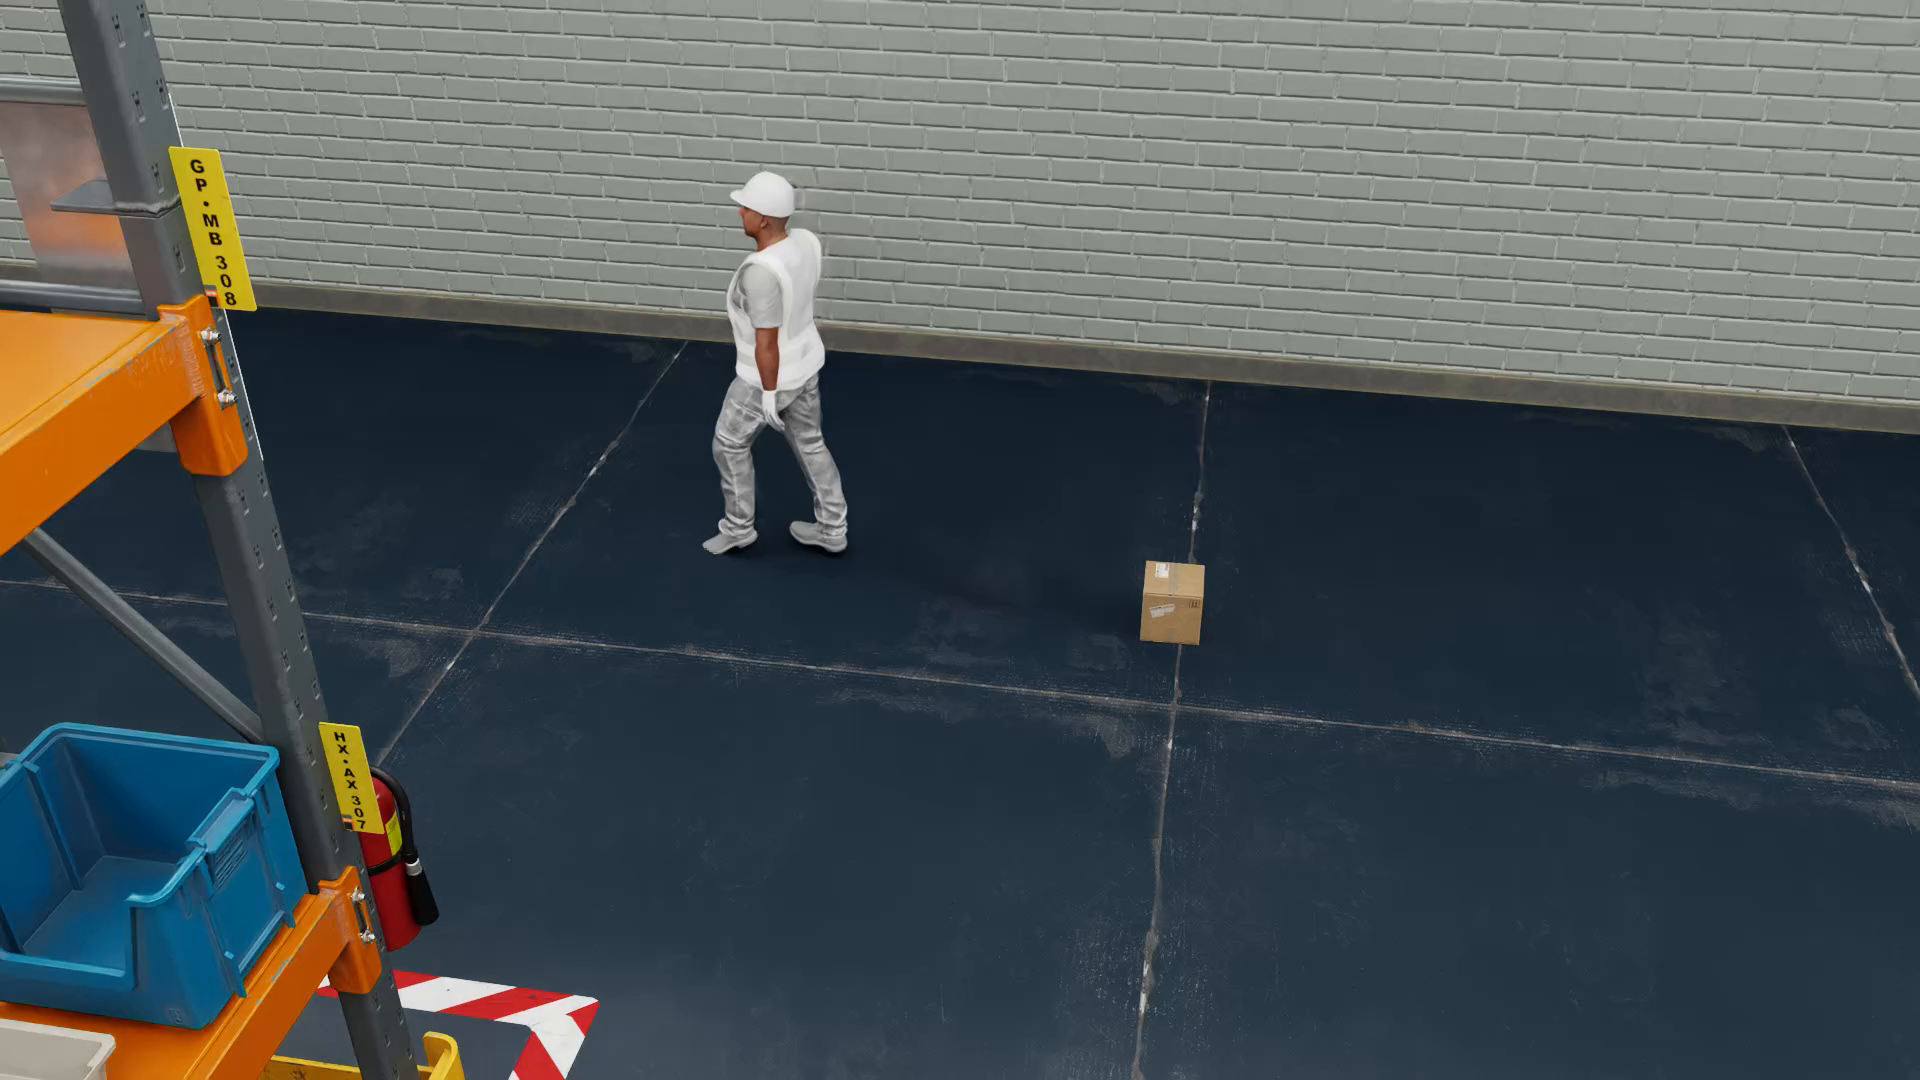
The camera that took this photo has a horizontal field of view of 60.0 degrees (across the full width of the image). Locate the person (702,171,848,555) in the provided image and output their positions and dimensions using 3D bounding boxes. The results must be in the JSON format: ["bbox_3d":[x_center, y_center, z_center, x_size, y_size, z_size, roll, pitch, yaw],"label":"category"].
[{"bbox_3d":[-0.839,-0.728,7.294,0.666,1.835,0.565,14,35,20],"label":"person"}]
